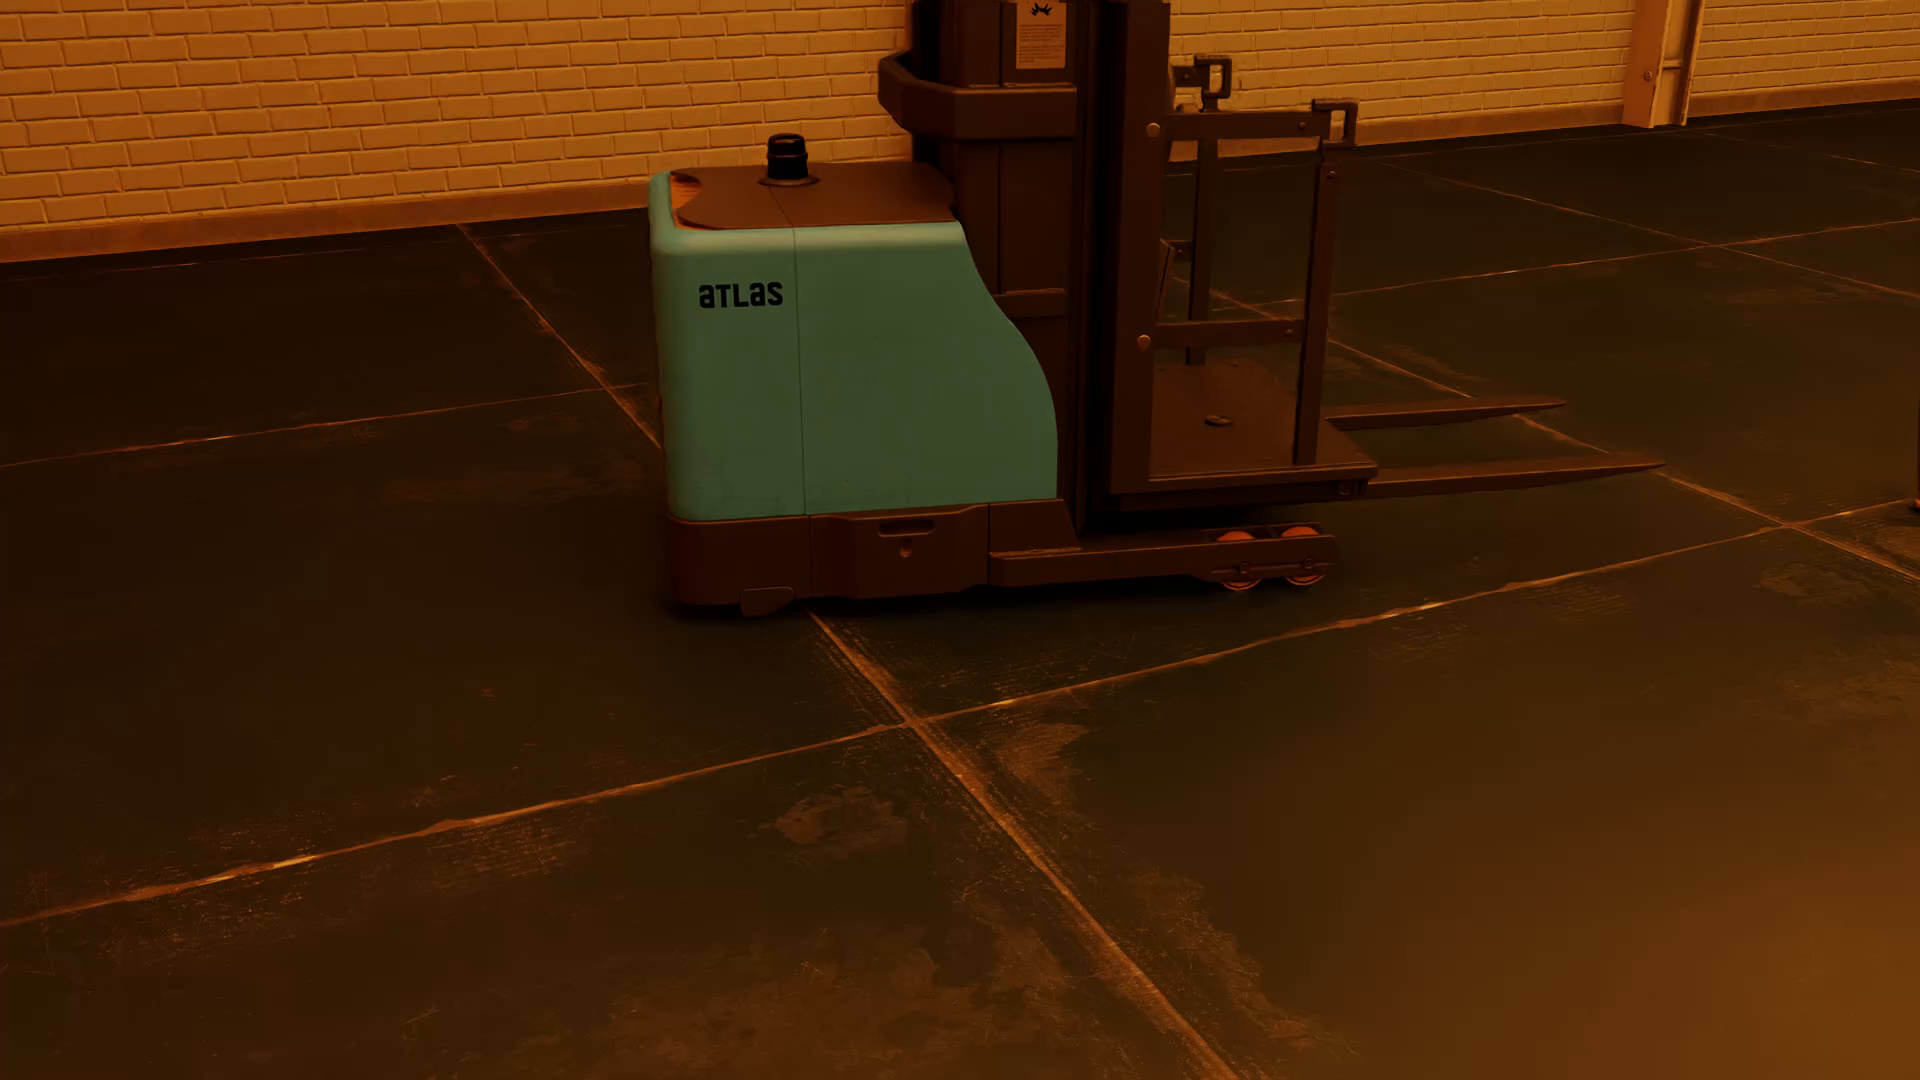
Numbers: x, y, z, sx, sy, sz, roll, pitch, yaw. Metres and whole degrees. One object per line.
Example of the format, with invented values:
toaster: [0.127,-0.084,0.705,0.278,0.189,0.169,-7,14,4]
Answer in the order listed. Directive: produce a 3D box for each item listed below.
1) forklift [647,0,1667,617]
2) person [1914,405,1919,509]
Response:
forklift: [0.619,-1.405,4.668,3.031,2.935,1.130,-4,23,-10]
person: [3.192,-0.855,5.003,0.487,1.661,0.554,-11,25,-24]
